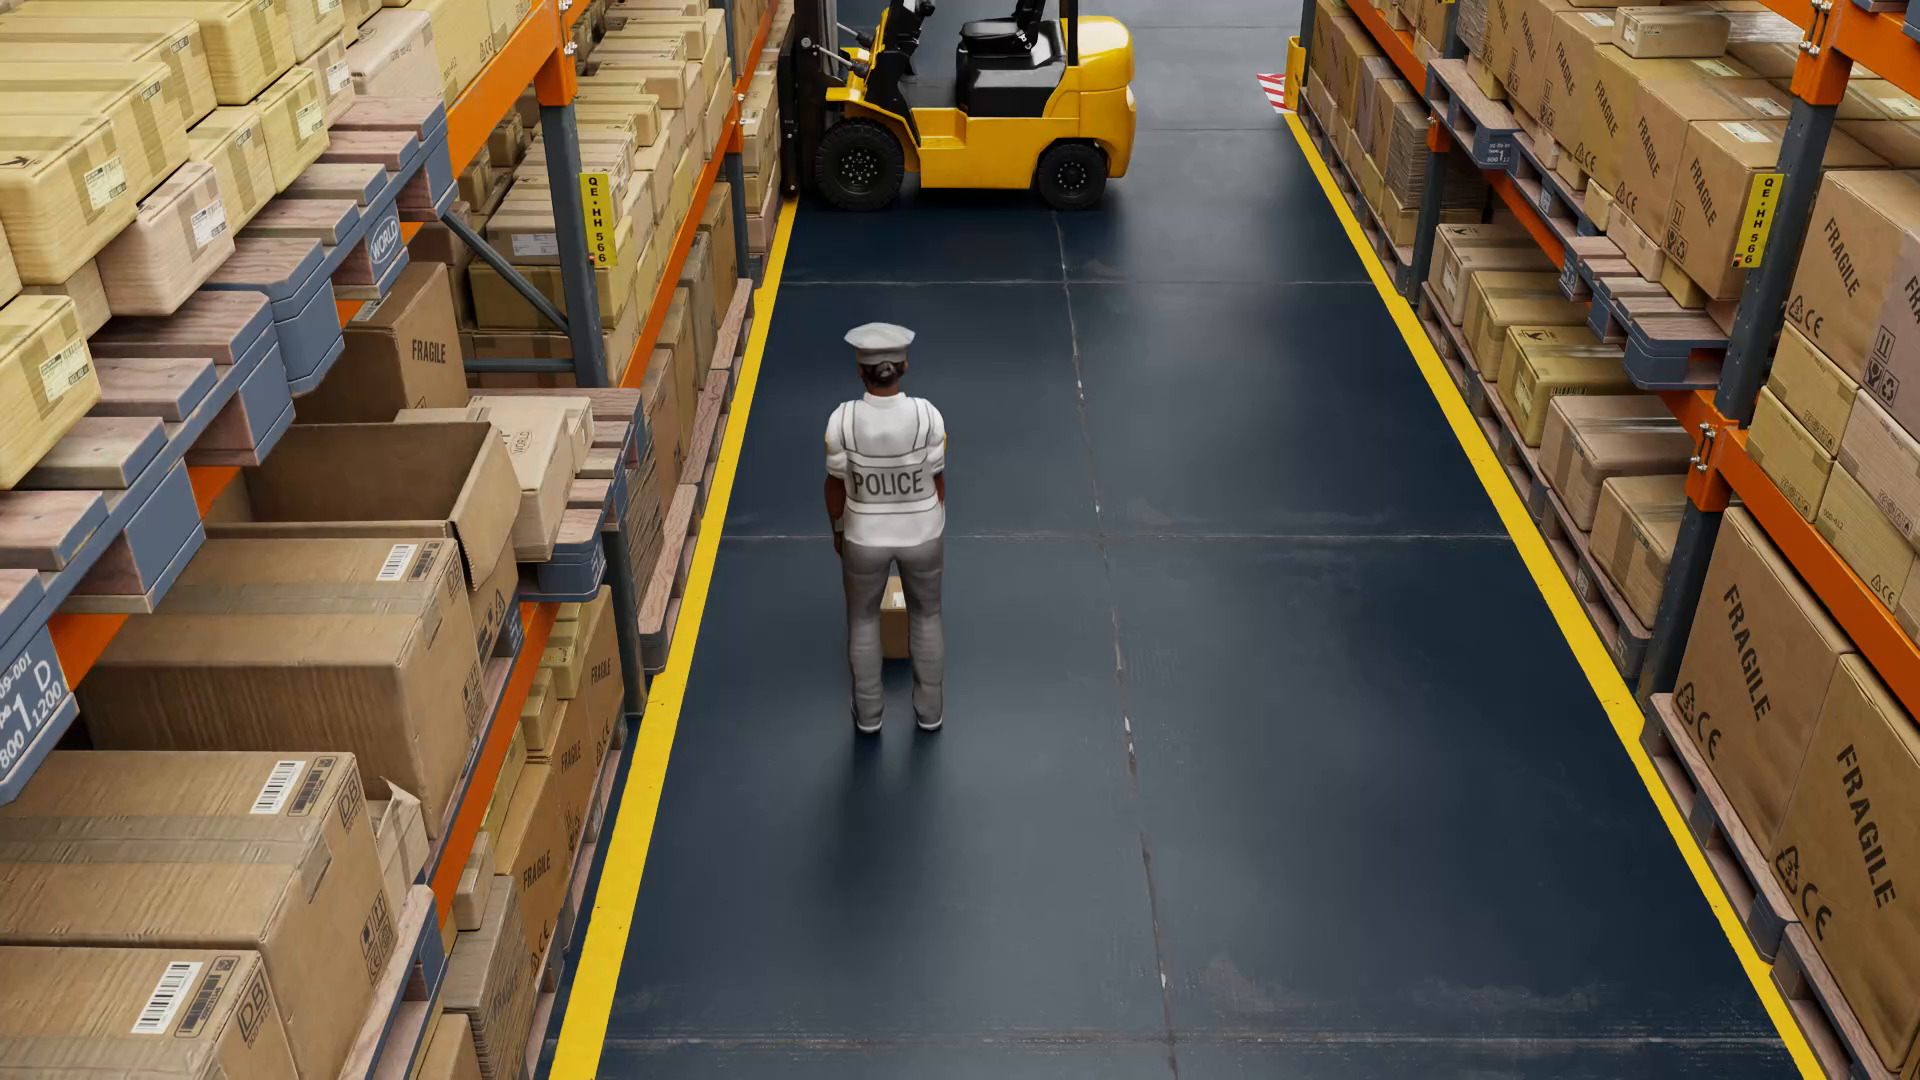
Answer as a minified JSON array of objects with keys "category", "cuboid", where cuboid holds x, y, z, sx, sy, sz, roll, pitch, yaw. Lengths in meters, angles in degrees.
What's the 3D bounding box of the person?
[{"category":"person","cuboid":[-0.271,-0.006,6.164,0.441,1.654,0.337,-2,32,-4]}]
